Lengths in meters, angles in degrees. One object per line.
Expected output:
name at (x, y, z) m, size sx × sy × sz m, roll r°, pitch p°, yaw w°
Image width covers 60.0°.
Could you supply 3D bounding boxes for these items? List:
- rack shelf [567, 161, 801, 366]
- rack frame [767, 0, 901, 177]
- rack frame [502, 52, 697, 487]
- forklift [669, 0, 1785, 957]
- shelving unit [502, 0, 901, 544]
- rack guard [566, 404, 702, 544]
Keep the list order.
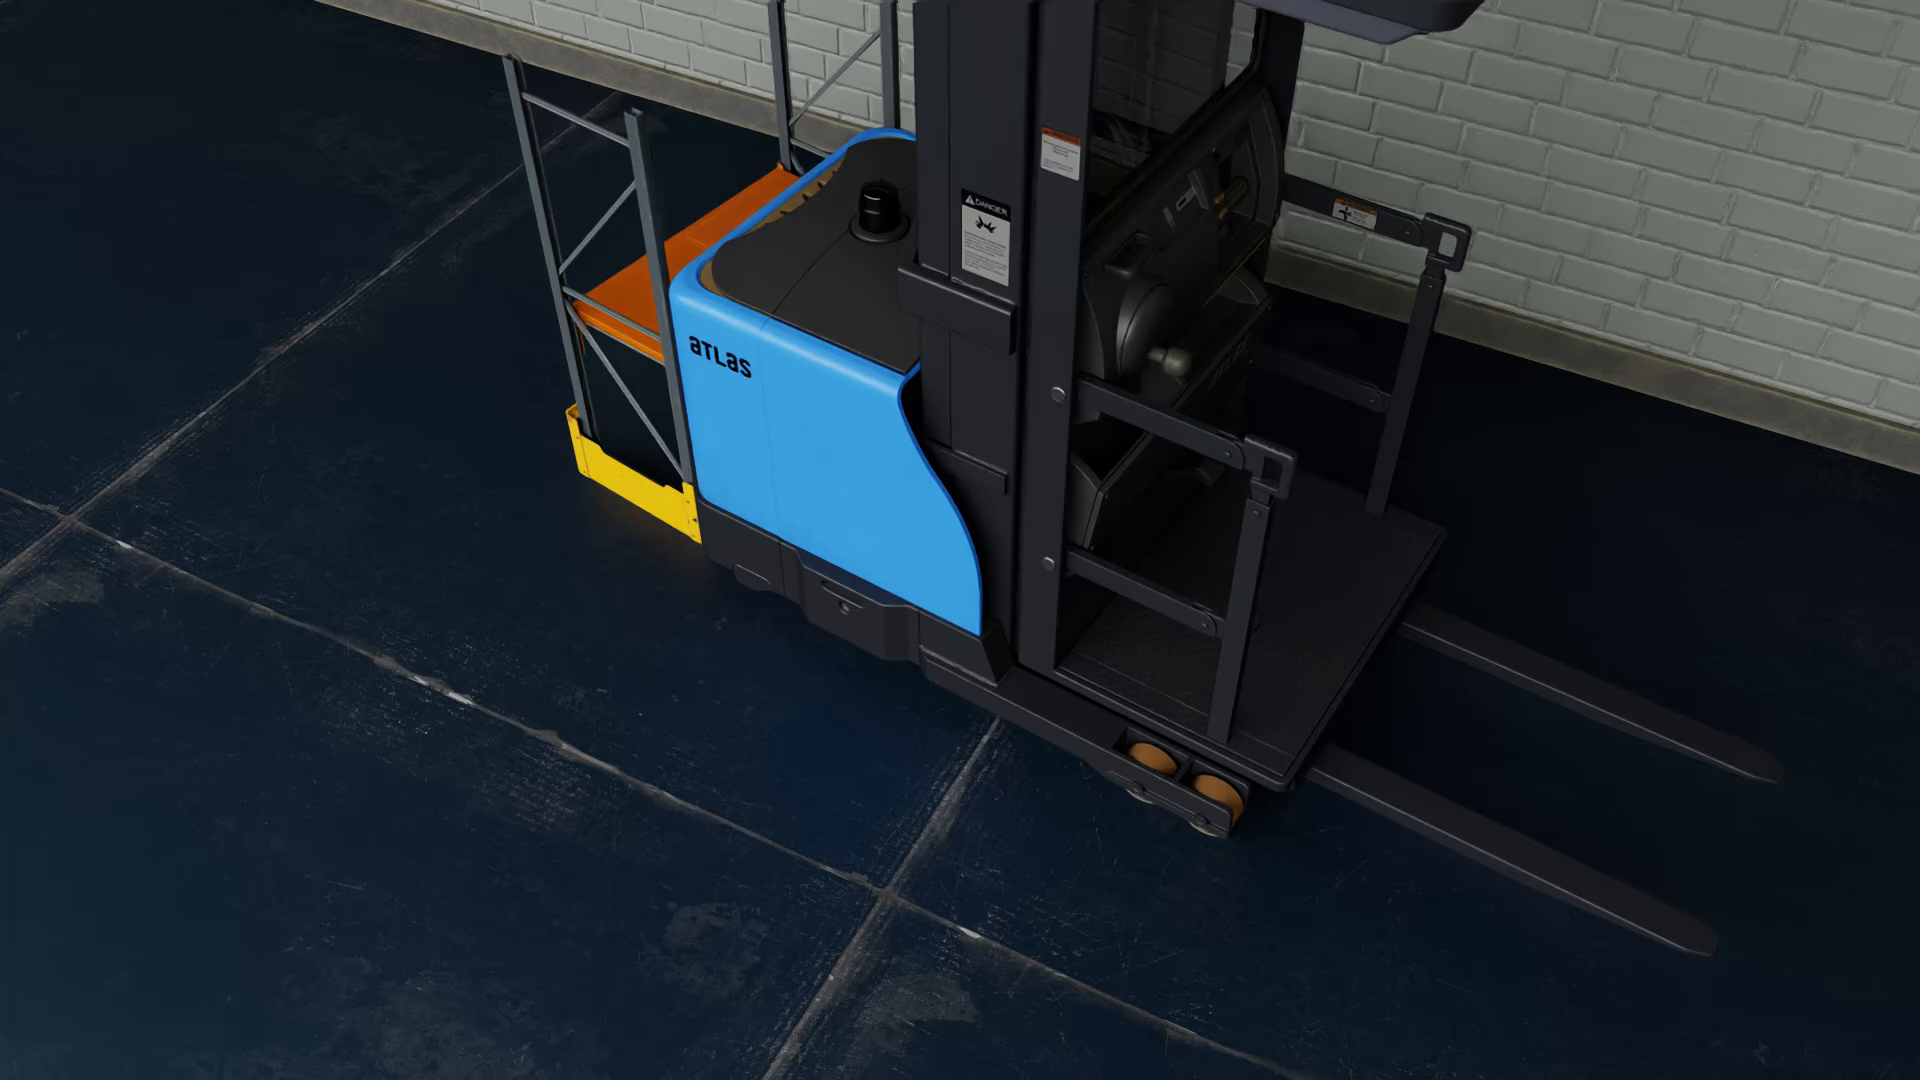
rack shelf at (-0.700, -0.816, 5.255) m, size 0.538 × 0.185 × 1.000 m, roll 28°, pitch 52°, yaw 25°
rack frame at (-0.392, -1.230, 5.411) m, size 0.500 × 1.500 × 0.032 m, roll 28°, pitch 52°, yaw 25°
rack frame at (-1.008, -0.655, 4.842) m, size 0.500 × 1.500 × 0.032 m, roll 28°, pitch 52°, yaw 25°
forklift at (0.713, -0.673, 3.854) m, size 3.031 × 2.935 × 1.130 m, roll 25°, pitch 50°, yaw 23°
shelving unit at (-0.705, -0.937, 5.122) m, size 0.587 × 1.500 × 1.083 m, roll 28°, pitch 52°, yaw 25°
rack guard at (-1.007, -0.216, 5.288) m, size 0.587 × 0.250 × 0.087 m, roll 28°, pitch 52°, yaw 25°
